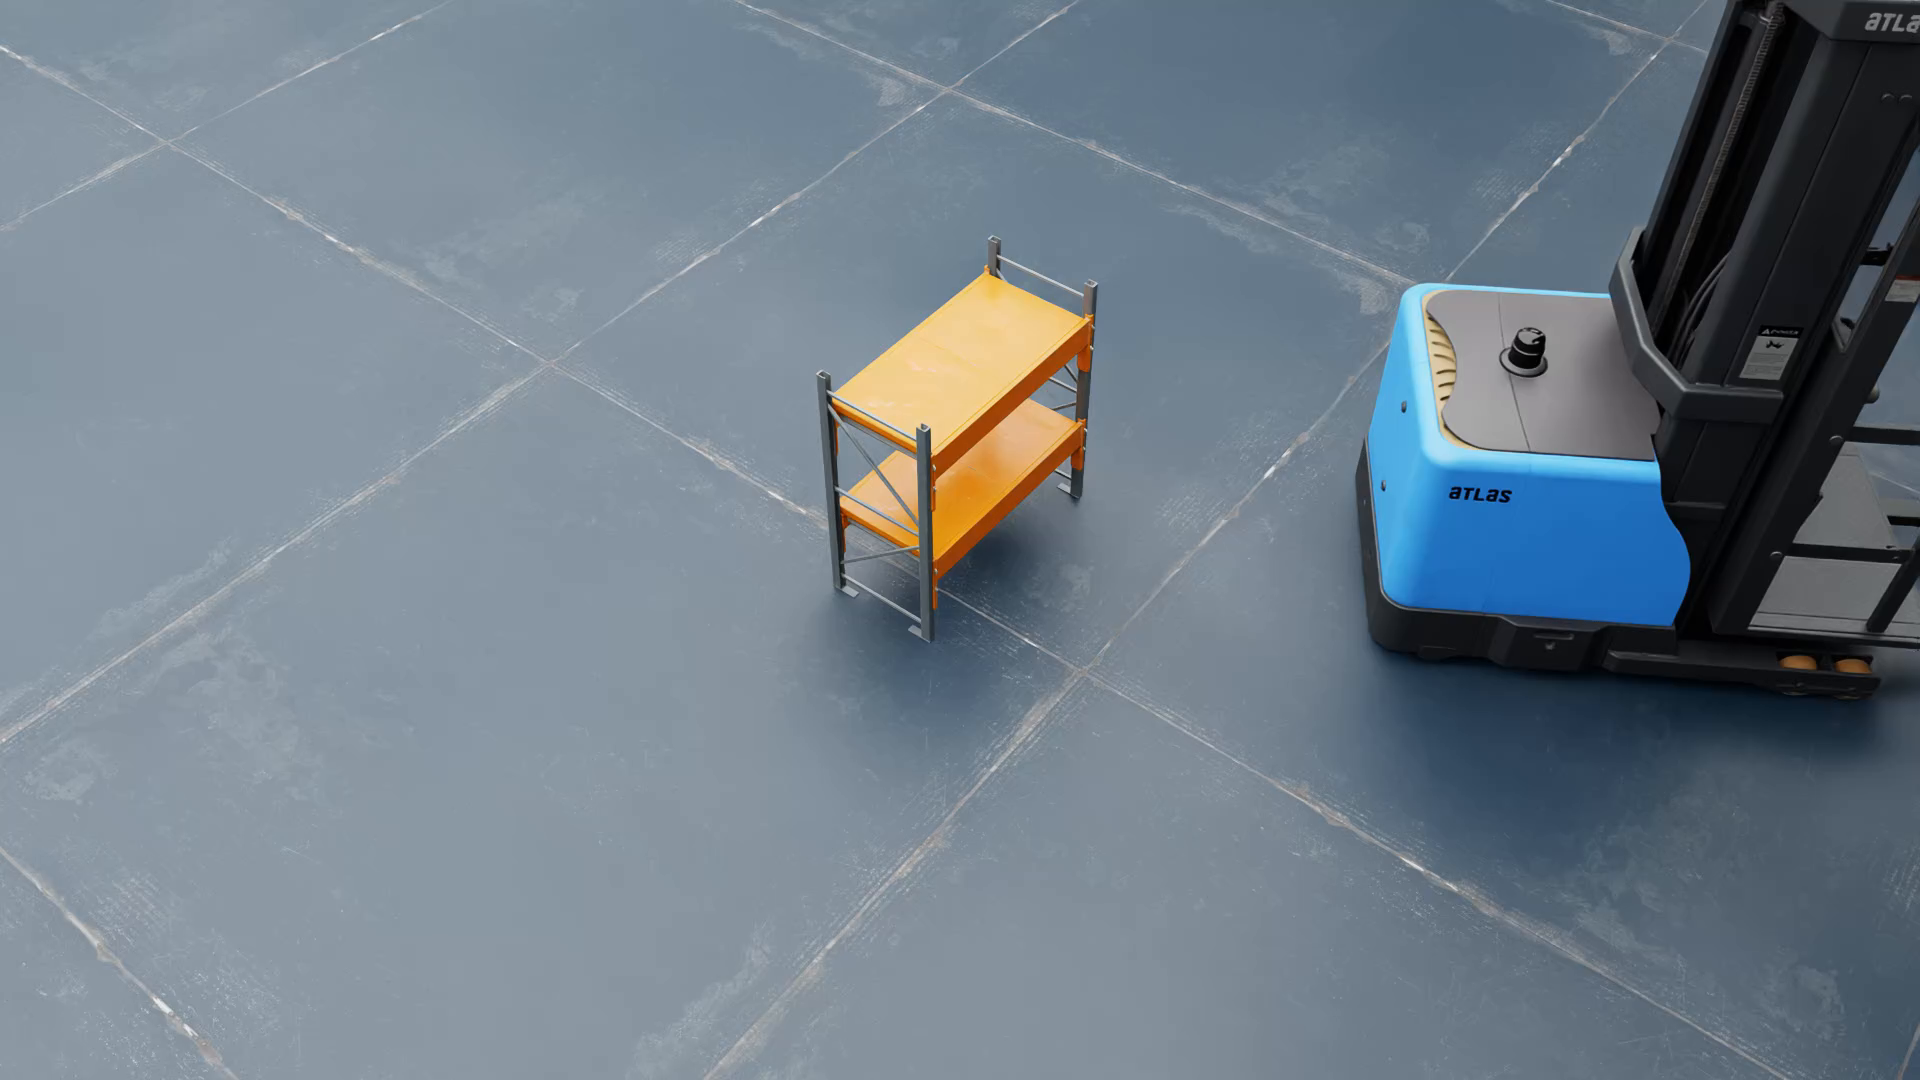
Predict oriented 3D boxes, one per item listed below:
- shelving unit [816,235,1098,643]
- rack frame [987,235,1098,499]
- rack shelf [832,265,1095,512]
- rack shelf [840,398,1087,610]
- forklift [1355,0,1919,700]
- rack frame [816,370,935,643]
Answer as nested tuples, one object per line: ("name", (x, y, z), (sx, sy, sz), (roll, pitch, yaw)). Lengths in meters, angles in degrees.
("shelving unit", (0.004, -0.392, 6.512), (0.538, 1.125, 1.048), (29, 53, 25))
("rack frame", (0.315, -0.683, 6.790), (0.500, 1.125, 0.032), (29, 53, 25))
("rack shelf", (0.004, -0.595, 6.300), (0.538, 0.278, 1.000), (29, 53, 25))
("rack shelf", (0.004, -0.224, 6.688), (0.538, 0.278, 1.000), (29, 53, 25))
("forklift", (3.143, -0.811, 5.663), (3.031, 2.935, 1.130), (4, 46, 4))
("rack frame", (-0.307, -0.102, 6.234), (0.500, 1.125, 0.032), (29, 53, 25))
